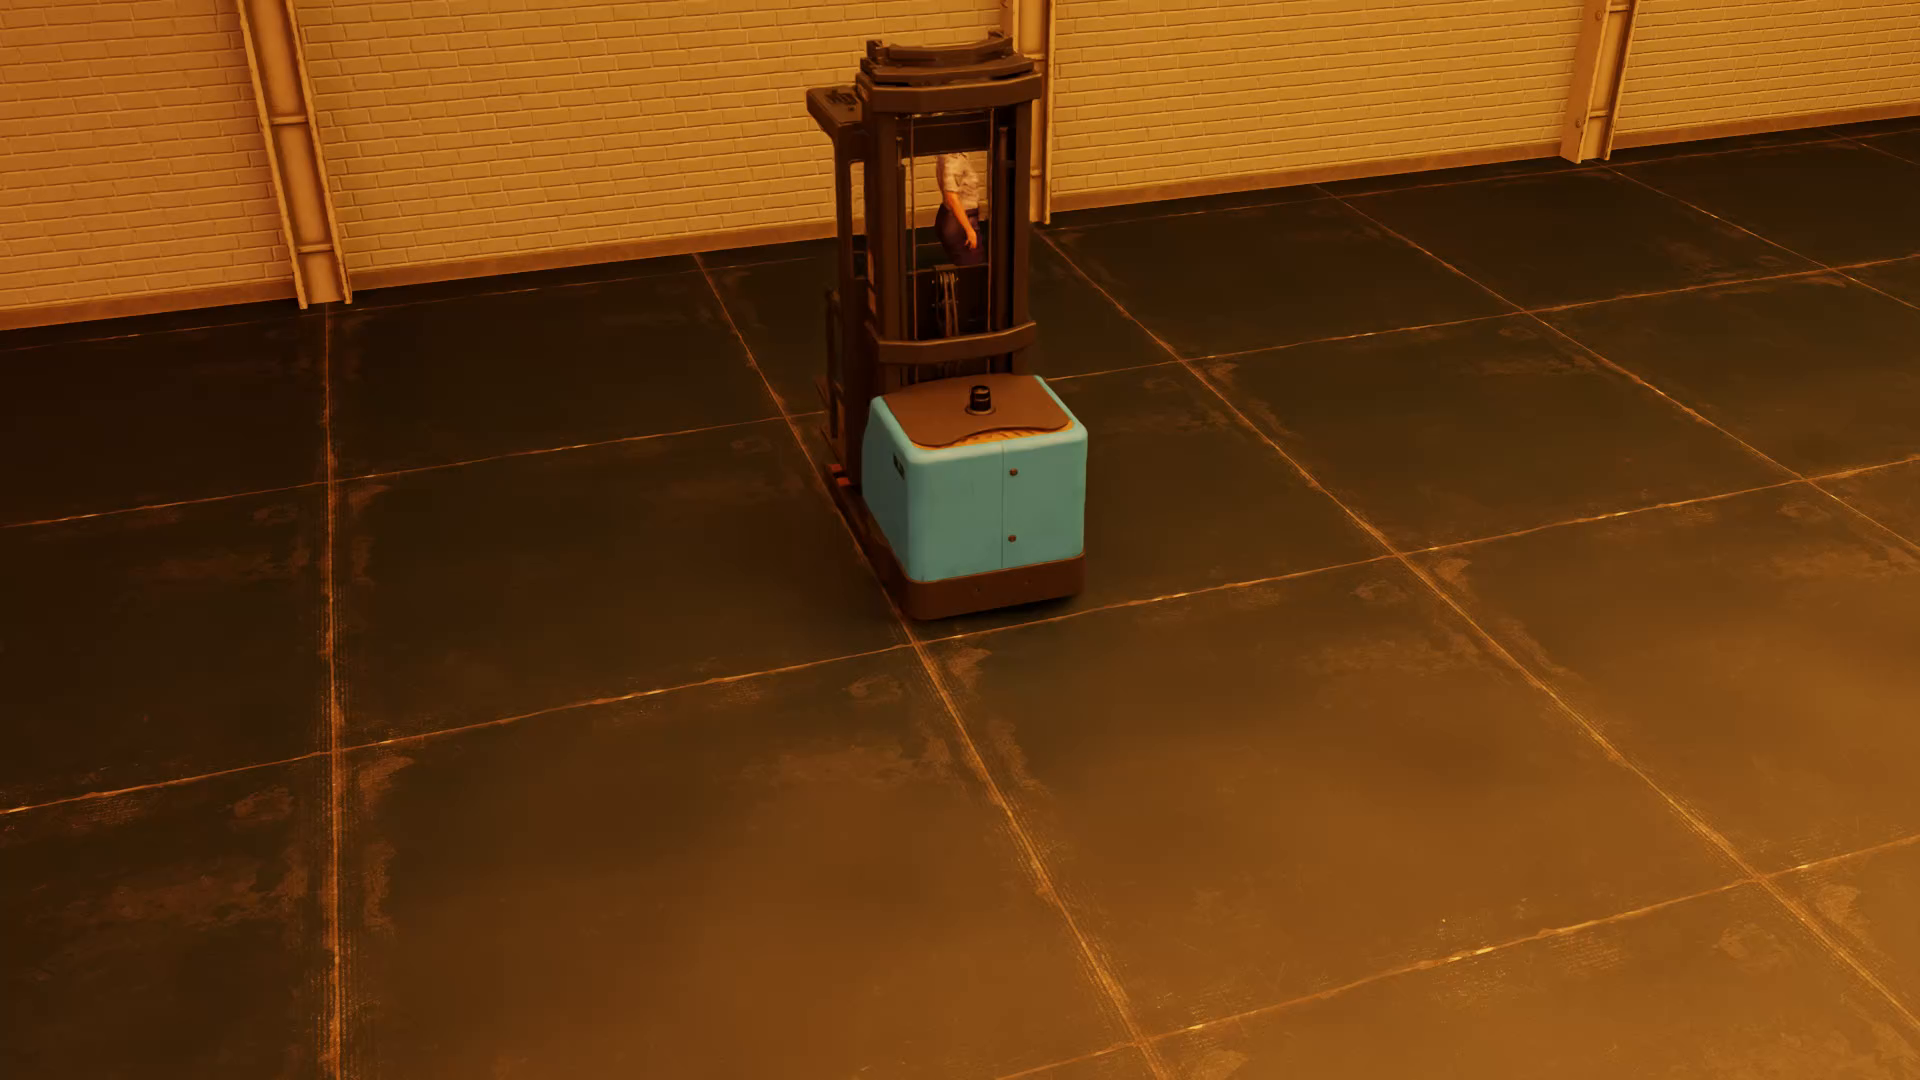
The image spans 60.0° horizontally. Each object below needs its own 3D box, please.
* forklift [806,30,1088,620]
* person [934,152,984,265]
[{"bbox_3d":[-0.234,-1.552,9.785,1.130,2.935,3.031,-9,31,-15],"label":"forklift"},{"bbox_3d":[0.070,-2.350,12.458,0.492,1.652,0.632,-7,31,-13],"label":"person"}]
